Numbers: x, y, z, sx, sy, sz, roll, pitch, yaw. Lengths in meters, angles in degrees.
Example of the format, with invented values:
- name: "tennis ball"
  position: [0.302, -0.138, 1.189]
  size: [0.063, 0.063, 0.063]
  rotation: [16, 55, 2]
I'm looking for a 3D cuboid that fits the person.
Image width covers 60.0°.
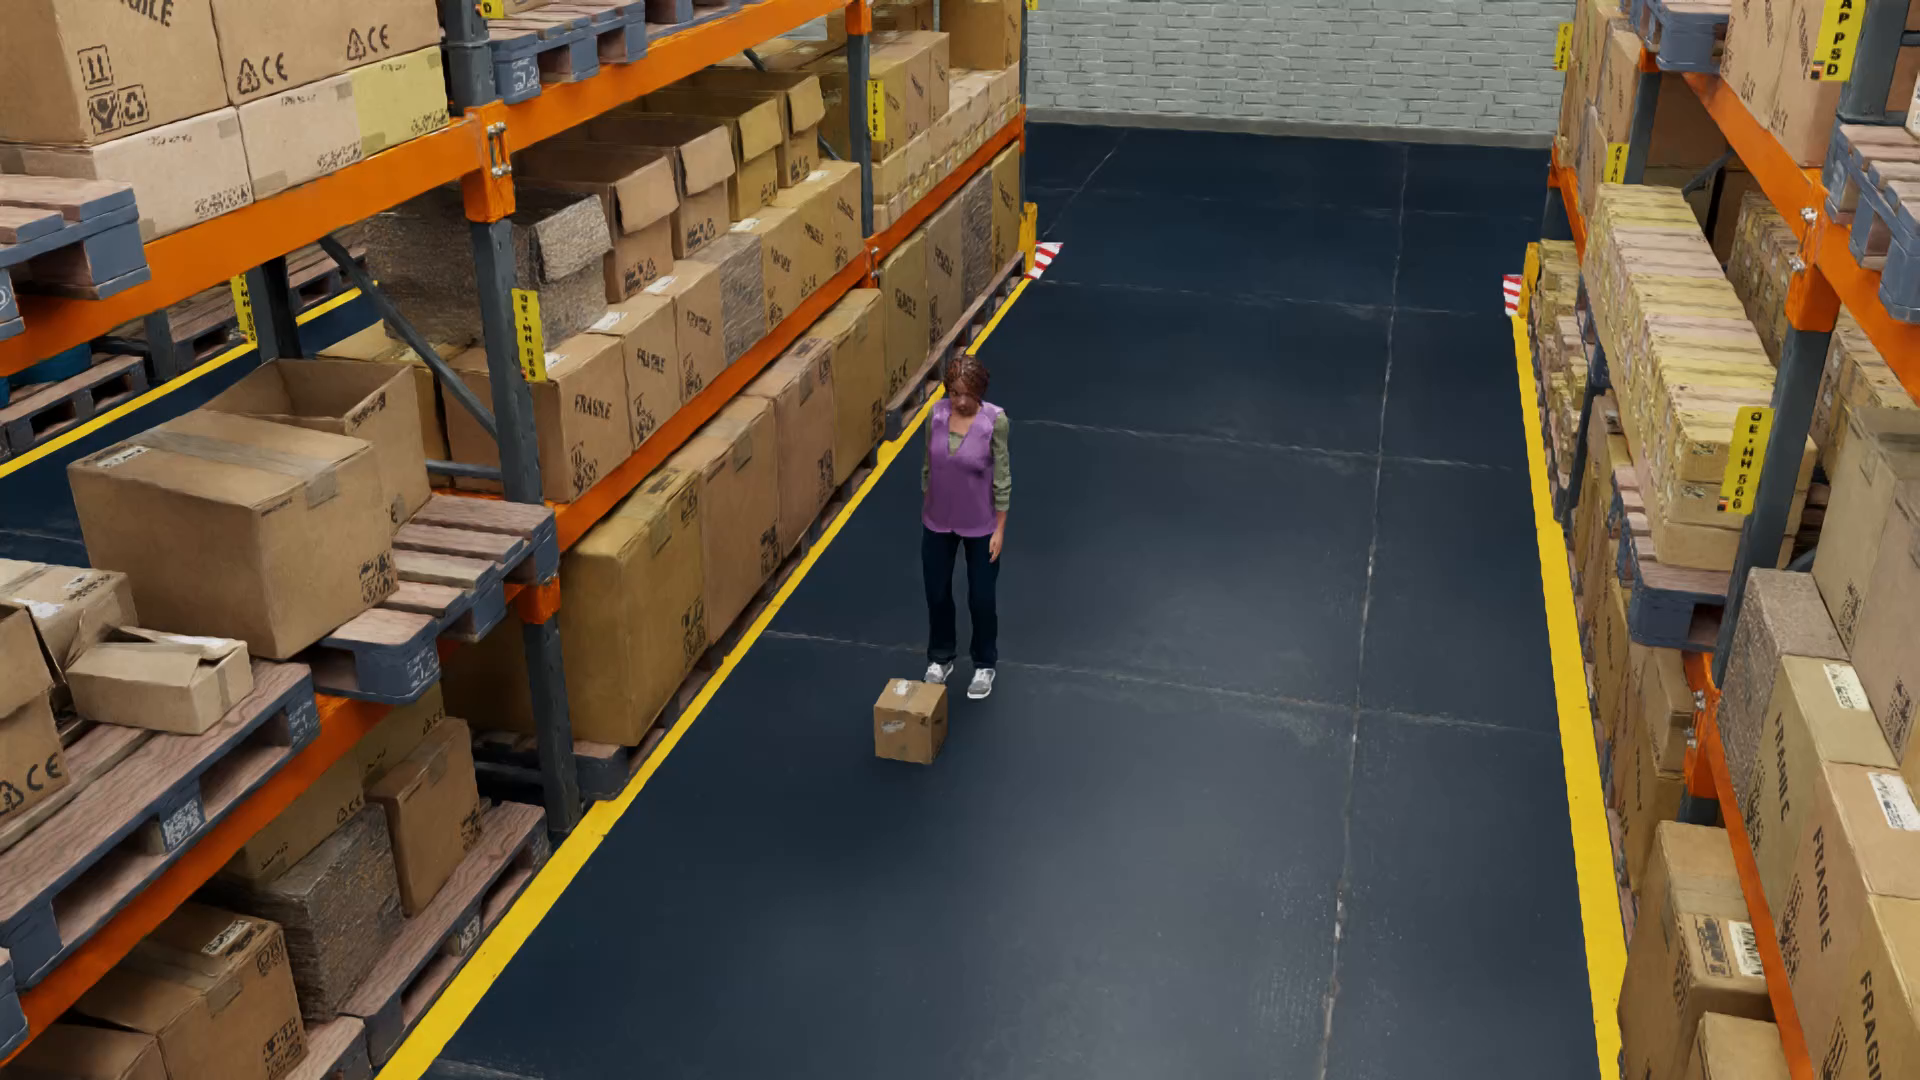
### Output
- name: "person"
  position: [0.028, -0.056, 7.248]
  size: [0.407, 1.594, 0.299]
  rotation: [8, 27, 16]
